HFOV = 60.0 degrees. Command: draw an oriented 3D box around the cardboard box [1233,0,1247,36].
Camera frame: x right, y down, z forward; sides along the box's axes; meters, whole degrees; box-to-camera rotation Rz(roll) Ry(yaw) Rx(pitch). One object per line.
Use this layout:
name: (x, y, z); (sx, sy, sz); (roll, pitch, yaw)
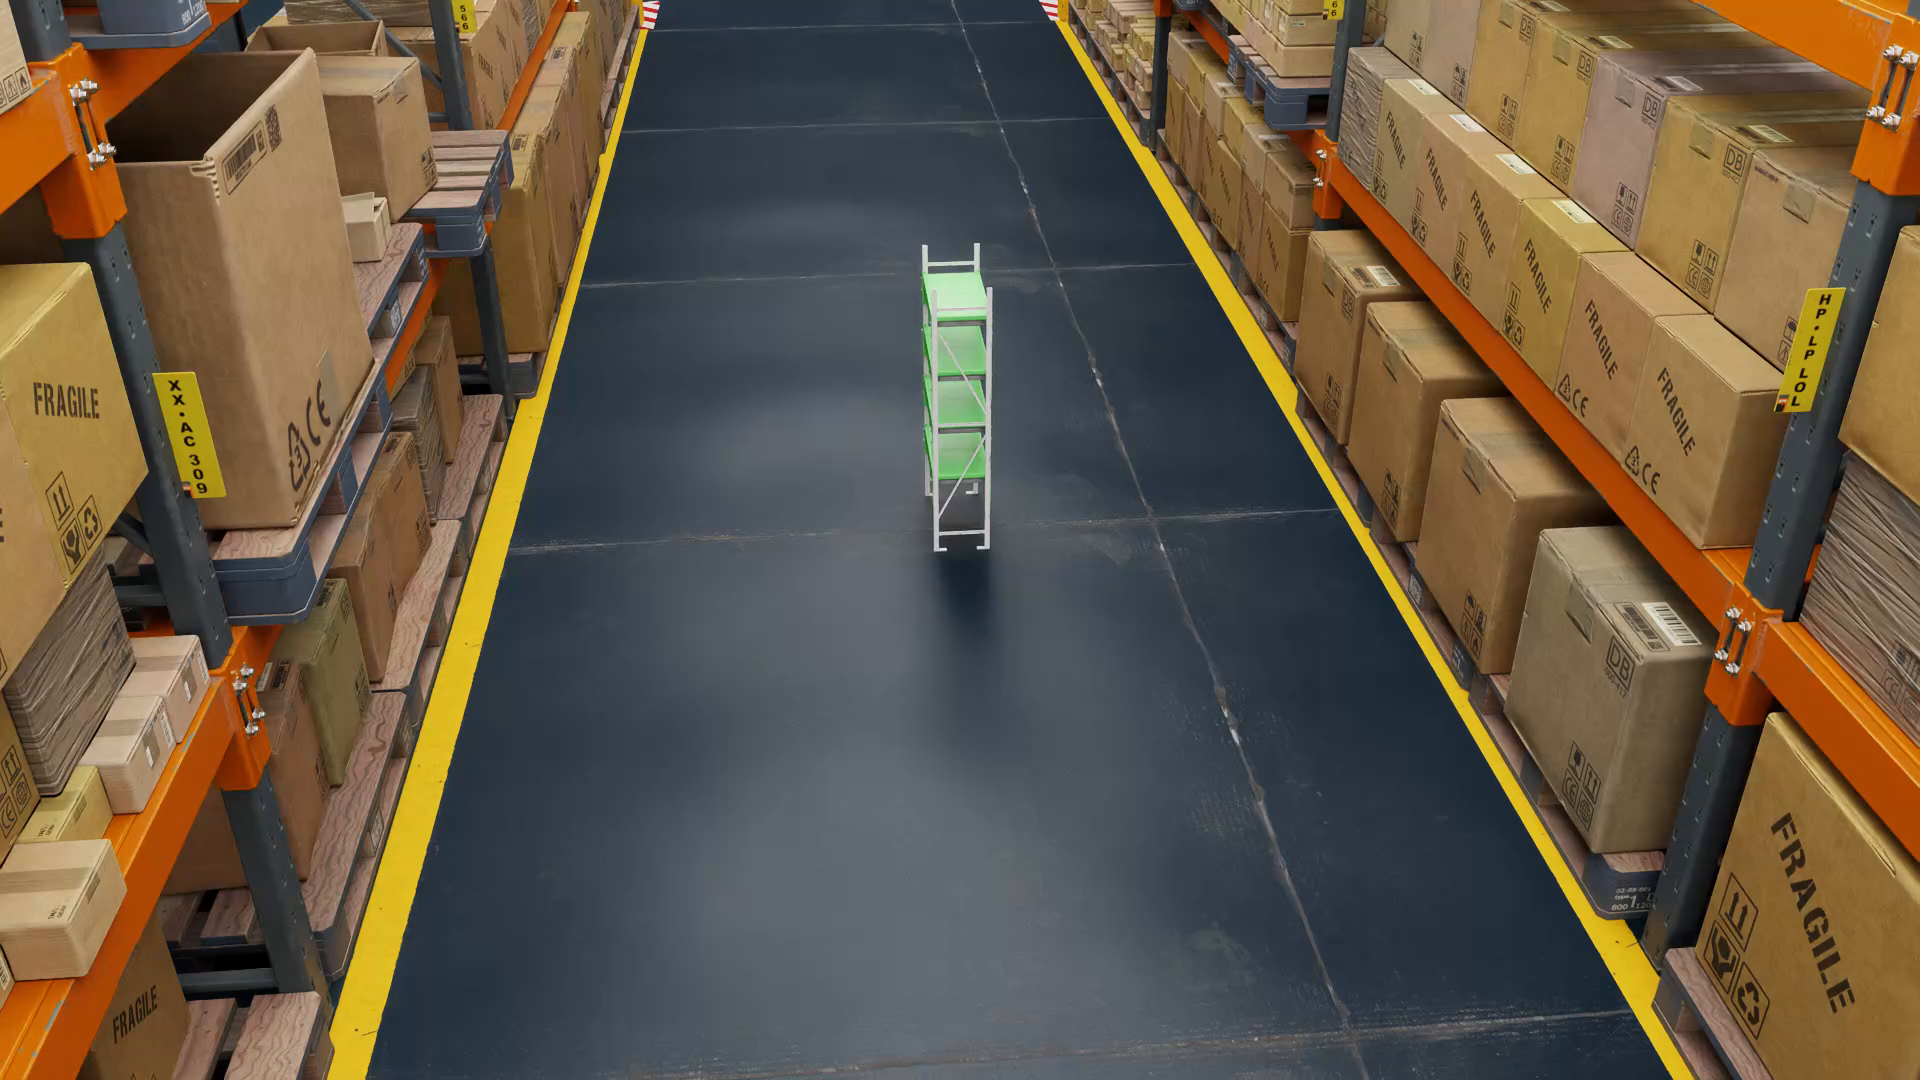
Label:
cardboard box: (1.663, -2.756, 8.775); (0.380, 0.149, 0.250); (-3, 31, -5)

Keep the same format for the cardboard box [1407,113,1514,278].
cardboard box: (2.102, -1.352, 6.491); (0.500, 0.500, 0.500); (-3, 31, -5)

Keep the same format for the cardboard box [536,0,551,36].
cardboard box: (-2.679, -3.223, 9.622); (0.500, 0.500, 0.500); (-3, 31, -5)

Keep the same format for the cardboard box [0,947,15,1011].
cardboard box: (-2.025, 0.878, 3.100); (0.380, 0.149, 0.250); (-3, 31, -5)

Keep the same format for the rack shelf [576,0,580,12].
rack shelf: (-3.276, -4.637, 12.789); (1.077, 0.370, 4.000); (-3, 31, -5)

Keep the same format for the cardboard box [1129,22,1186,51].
cardboard box: (1.472, -3.747, 12.388); (0.380, 0.149, 0.250); (-3, 31, -5)

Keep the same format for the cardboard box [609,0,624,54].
cardboard box: (-3.239, -4.447, 13.433); (0.875, 0.875, 0.875); (-3, 31, -5)

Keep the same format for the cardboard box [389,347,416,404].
cardboard box: (-2.564, -0.709, 6.789); (0.500, 0.250, 0.500); (1, 31, 1)

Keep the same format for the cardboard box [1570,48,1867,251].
cardboard box: (2.457, -1.272, 5.382); (0.700, 0.500, 0.500); (-3, 31, -4)

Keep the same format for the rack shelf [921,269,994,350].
rack shelf: (-0.015, -0.957, 6.870); (0.258, 0.148, 0.480); (-3, 31, -5)

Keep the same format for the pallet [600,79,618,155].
pallet: (-3.083, -3.120, 12.267); (1.003, 0.211, 1.213); (-3, 31, -5)

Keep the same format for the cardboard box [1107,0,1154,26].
cardboard box: (1.371, -4.154, 13.070); (0.380, 0.149, 0.250); (-4, 31, -6)

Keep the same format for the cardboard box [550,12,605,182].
cardboard box: (-3.010, -2.867, 10.787); (1.225, 0.875, 0.875); (-3, 31, -4)

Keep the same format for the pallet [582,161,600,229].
pallet: (-2.942, -2.337, 10.957); (1.003, 0.211, 1.213); (-3, 31, -5)

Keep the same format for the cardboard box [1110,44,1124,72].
cardboard box: (1.386, -3.779, 13.023); (0.380, 0.149, 0.250); (-3, 31, -5)

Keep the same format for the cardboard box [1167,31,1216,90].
cardboard box: (1.664, -3.150, 10.895); (0.500, 0.250, 0.500); (-4, 31, -7)

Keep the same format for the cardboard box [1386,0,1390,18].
cardboard box: (2.359, -2.663, 8.329); (0.380, 0.149, 0.250); (-1, 31, -2)

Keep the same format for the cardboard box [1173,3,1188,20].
cardboard box: (1.896, -4.180, 13.113); (0.380, 0.149, 0.250); (-4, 31, -7)

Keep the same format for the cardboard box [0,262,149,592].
cardboard box: (-2.026, -0.224, 3.337); (0.500, 0.500, 0.500); (-3, 31, -5)

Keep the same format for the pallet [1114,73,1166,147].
pallet: (1.760, -3.255, 12.493); (1.003, 0.211, 1.213); (-3, 31, -5)

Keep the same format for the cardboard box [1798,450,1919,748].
cardboard box: (2.652, 0.097, 4.016); (0.875, 0.550, 0.550); (-3, 31, -5)

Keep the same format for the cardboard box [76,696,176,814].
cardboard box: (-2.015, 0.491, 3.747); (0.380, 0.149, 0.250); (-3, 31, -5)

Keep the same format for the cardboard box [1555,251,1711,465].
cardboard box: (2.244, -0.581, 5.200); (0.500, 0.500, 0.500); (-3, 31, -5)

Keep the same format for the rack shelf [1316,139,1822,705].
rack shelf: (2.419, -0.739, 6.263); (1.077, 0.370, 4.000); (-3, 31, -5)

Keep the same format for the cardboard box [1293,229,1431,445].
cardboard box: (2.199, -0.968, 7.729); (1.050, 0.750, 0.750); (-3, 31, -5)

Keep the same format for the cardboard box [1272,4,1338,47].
cardboard box: (1.733, -2.499, 8.054); (0.380, 0.149, 0.250); (-2, 31, -4)

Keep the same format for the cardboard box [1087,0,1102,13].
cardboard box: (1.274, -4.558, 14.036); (0.380, 0.149, 0.250); (-2, 31, -3)

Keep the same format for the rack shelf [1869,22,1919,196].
rack shelf: (2.793, 0.016, 2.075); (1.077, 0.370, 4.000); (-3, 31, -5)

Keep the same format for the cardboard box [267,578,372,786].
cardboard box: (-2.404, 0.485, 5.521); (0.700, 0.500, 0.500); (-3, 31, -5)

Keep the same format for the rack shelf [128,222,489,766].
rack shelf: (-2.529, -0.553, 5.951); (1.077, 0.370, 4.000); (-3, 31, -5)

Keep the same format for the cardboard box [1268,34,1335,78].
cardboard box: (1.728, -2.371, 8.129); (0.380, 0.149, 0.250); (-2, 31, -4)

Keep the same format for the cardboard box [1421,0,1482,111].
cardboard box: (2.313, -2.053, 6.689); (0.700, 0.500, 0.500); (-3, 31, -5)

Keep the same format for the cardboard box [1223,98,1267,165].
cardboard box: (1.817, -2.352, 9.559); (0.500, 0.250, 0.500); (-2, 31, -3)

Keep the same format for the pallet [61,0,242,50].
pallet: (-2.294, -1.368, 3.873); (1.213, 0.211, 1.003); (-3, 31, -5)

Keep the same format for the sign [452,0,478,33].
sign: (-2.176, -2.376, 7.251); (0.100, 0.325, 0.005); (-3, 31, -5)

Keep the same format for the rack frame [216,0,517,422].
rack frame: (-2.716, -1.882, 7.476); (1.000, 3.000, 0.127); (-3, 31, -5)

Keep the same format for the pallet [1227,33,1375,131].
pallet: (2.059, -2.345, 8.438); (1.213, 0.211, 1.003); (-3, 31, -5)

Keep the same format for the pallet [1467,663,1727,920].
pallet: (2.459, 0.781, 5.737); (1.003, 0.211, 1.213); (-3, 31, -5)

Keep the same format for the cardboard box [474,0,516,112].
cardboard box: (-2.541, -2.450, 8.329); (0.500, 0.500, 0.500); (-4, 31, -6)

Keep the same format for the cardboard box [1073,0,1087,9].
cardboard box: (1.215, -4.826, 14.776); (0.380, 0.149, 0.250); (-2, 31, -4)

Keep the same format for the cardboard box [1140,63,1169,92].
cardboard box: (1.512, -3.340, 11.998); (0.380, 0.149, 0.250); (-2, 31, -4)

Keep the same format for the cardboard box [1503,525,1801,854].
cardboard box: (2.458, 0.447, 5.361); (1.050, 0.750, 0.750); (-3, 31, -5)

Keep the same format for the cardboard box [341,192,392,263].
cardboard box: (-2.291, -1.167, 6.000); (0.396, 0.266, 0.258); (-4, 31, -6)

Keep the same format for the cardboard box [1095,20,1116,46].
cardboard box: (1.321, -4.177, 13.689); (0.380, 0.149, 0.250); (-4, 31, -7)

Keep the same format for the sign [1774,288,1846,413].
sign: (2.066, -0.458, 4.040); (0.100, 0.325, 0.005); (-3, 31, -5)

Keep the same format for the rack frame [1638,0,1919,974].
rack frame: (2.606, -0.026, 4.369); (1.000, 3.000, 0.127); (-3, 31, -5)

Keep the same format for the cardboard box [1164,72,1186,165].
cardboard box: (1.663, -2.828, 11.087); (0.500, 0.500, 0.500); (-2, 31, -3)

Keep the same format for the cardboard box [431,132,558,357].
cardboard box: (-2.759, -1.504, 8.505); (1.225, 0.875, 0.875); (-4, 31, -7)

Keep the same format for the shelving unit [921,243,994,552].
shelving unit: (-0.015, -0.600, 7.084); (0.258, 1.200, 0.503); (-3, 31, -5)

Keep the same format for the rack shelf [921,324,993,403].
rack shelf: (-0.015, -0.751, 6.994); (0.258, 0.148, 0.480); (-3, 31, -5)

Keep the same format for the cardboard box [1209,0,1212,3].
cardboard box: (1.585, -3.165, 9.459); (0.380, 0.149, 0.250); (-4, 31, -7)

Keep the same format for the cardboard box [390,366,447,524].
cardboard box: (-2.569, -0.374, 6.960); (0.700, 0.500, 0.500); (-5, 31, -9)

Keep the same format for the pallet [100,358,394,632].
pallet: (-2.268, -0.155, 4.772); (1.003, 0.211, 1.213); (-3, 31, -5)

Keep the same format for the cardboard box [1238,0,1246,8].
cardboard box: (1.656, -2.897, 8.721); (0.380, 0.149, 0.250); (-3, 31, -4)

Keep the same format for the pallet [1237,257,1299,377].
pallet: (2.161, -1.270, 9.171); (1.003, 0.211, 1.213); (-3, 31, -5)

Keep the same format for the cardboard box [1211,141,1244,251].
cardboard box: (1.800, -2.034, 9.758); (0.500, 0.500, 0.500); (-4, 31, -7)

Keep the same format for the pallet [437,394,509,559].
pallet: (-2.644, -0.286, 7.523); (1.003, 0.211, 1.213); (-3, 31, -5)

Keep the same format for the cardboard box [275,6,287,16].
cardboard box: (-3.049, -2.420, 8.279); (0.500, 0.500, 0.500); (-3, 31, -5)

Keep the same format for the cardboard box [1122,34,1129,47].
cardboard box: (1.463, -3.876, 12.894); (0.380, 0.149, 0.250); (-2, 31, -3)
